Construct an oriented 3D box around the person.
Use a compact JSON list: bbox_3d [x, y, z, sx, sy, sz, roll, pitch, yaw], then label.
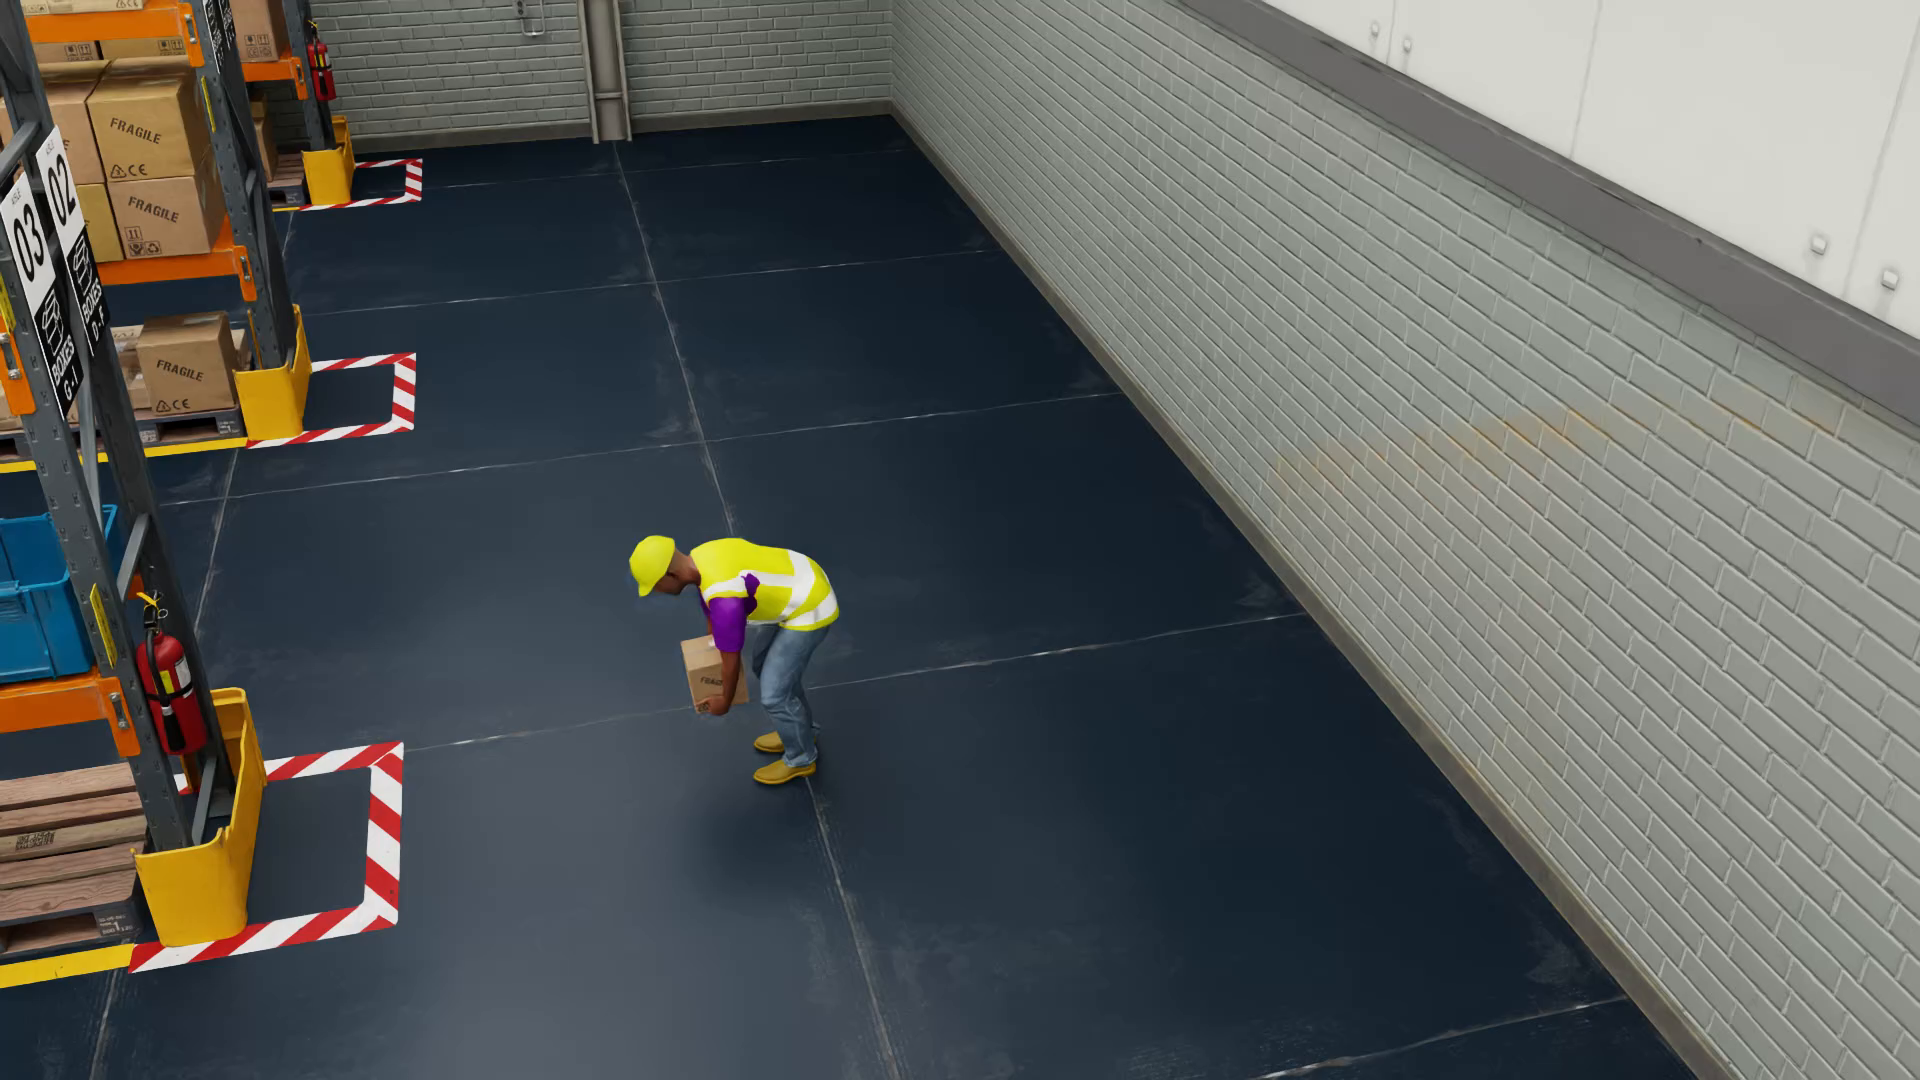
[{"bbox_3d":[-1.015,0.527,7.714,0.918,1.355,0.474,-9,31,-15],"label":"person"}]
